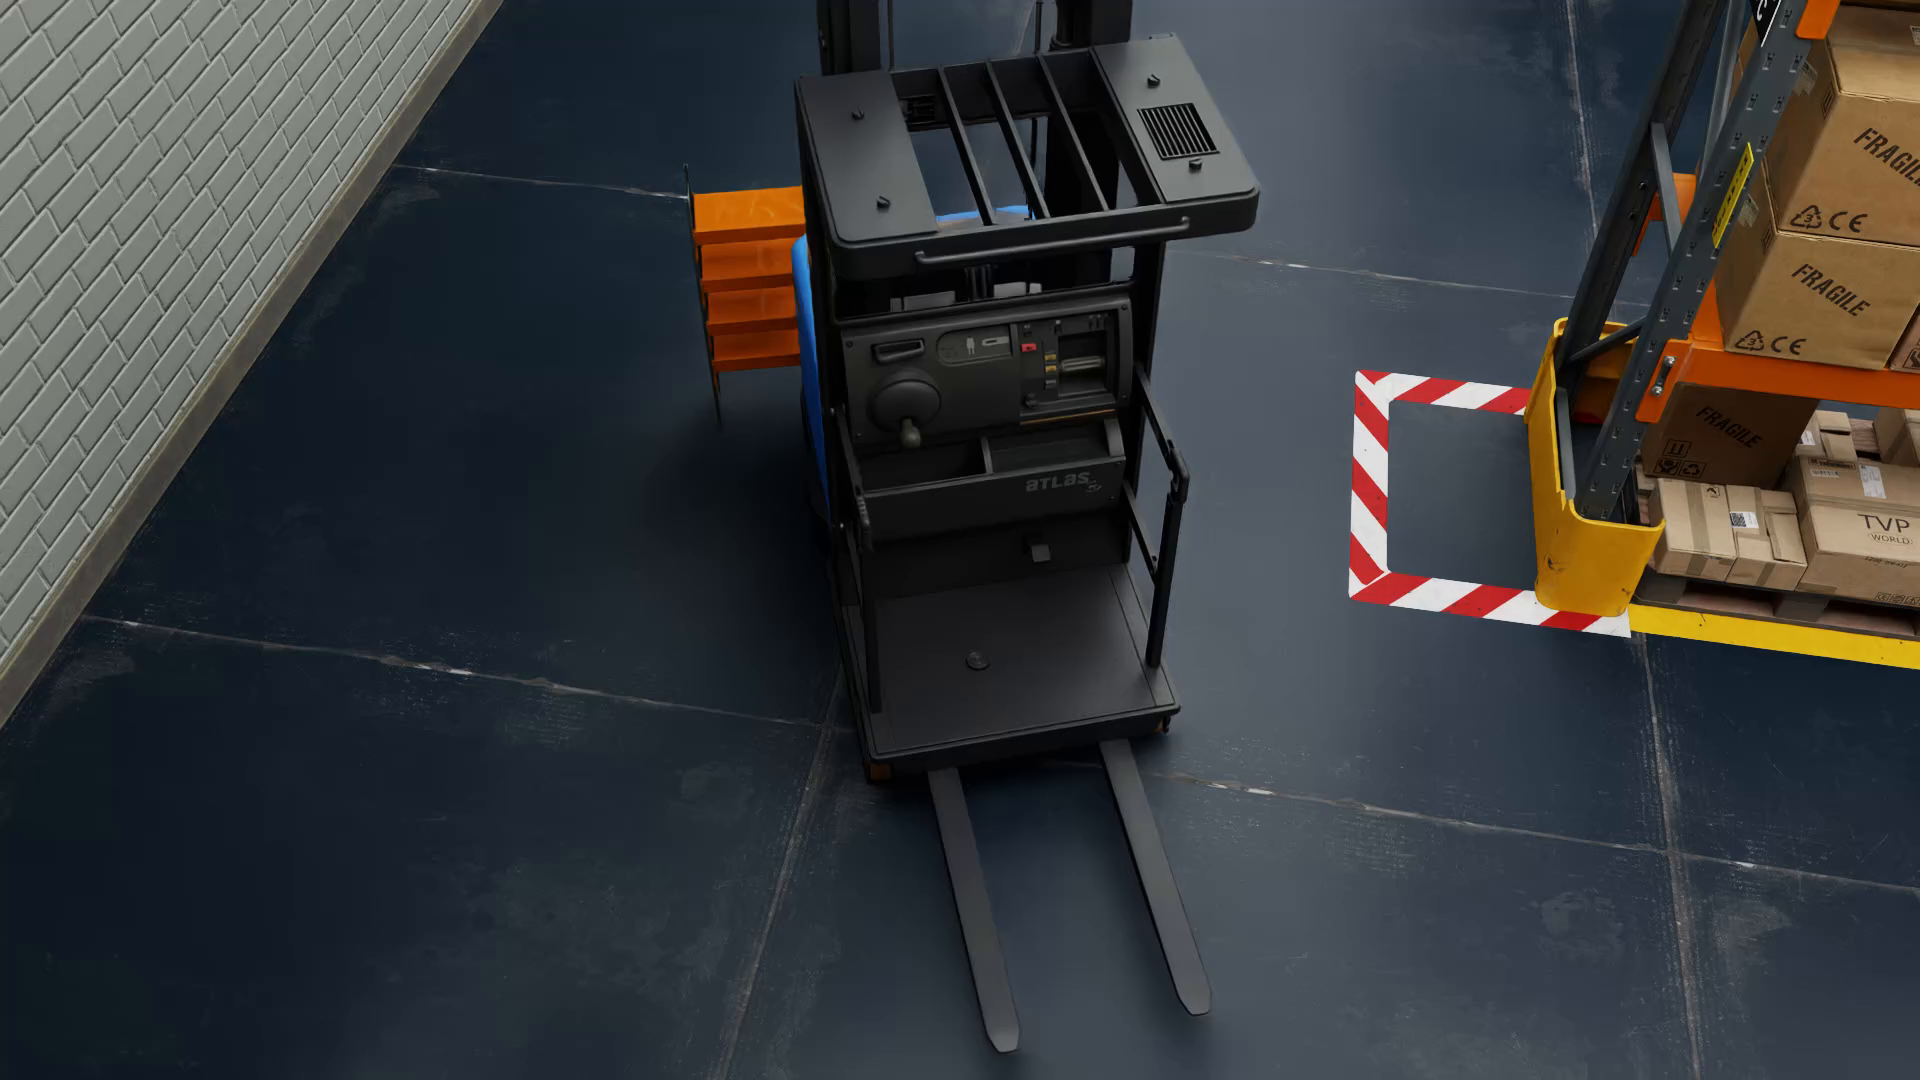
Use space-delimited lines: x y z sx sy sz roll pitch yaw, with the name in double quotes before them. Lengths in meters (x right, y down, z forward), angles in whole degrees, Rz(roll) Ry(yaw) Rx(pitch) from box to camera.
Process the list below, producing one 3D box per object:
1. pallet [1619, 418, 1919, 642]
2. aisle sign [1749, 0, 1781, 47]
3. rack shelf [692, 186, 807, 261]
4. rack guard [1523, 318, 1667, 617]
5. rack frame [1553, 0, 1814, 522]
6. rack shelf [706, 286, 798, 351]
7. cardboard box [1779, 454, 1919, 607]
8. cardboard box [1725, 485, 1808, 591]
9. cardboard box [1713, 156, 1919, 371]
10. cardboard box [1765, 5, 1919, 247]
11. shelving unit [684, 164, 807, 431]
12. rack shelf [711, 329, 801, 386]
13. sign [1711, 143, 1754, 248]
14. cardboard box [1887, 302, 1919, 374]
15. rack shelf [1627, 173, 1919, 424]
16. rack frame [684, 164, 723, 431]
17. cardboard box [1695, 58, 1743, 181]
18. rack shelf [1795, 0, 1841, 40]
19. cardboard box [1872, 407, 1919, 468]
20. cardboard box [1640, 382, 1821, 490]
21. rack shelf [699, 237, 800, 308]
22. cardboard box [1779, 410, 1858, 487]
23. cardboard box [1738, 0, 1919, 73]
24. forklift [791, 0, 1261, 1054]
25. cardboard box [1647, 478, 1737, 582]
"pallet" 3.306 -0.108 6.678 1.213 0.211 1.003 8 49 7
"aisle sign" 2.327 -1.818 4.591 0.004 0.787 0.394 8 49 7
"rack shelf" -0.801 -1.246 6.506 0.480 0.148 0.258 -6 48 -5
"rack guard" 2.522 -0.310 6.664 0.348 0.500 1.175 8 49 7
"rack frame" 2.447 -1.155 5.743 0.127 3.000 1.000 8 49 7
"rack shelf" -0.801 -0.938 6.849 0.480 0.148 0.258 -6 48 -5
"cardboard box" 3.424 -0.038 6.292 0.500 0.250 0.500 8 49 7
"cardboard box" 3.044 -0.015 6.328 0.250 0.166 0.380 8 49 7
"cardboard box" 2.837 -0.937 5.480 0.500 0.500 0.500 9 49 8
"cardboard box" 2.837 -1.271 5.108 0.500 0.500 0.500 9 49 8
"shelving unit" -0.801 -0.983 6.799 0.503 1.200 0.258 -6 48 -5
"rack shelf" -0.801 -0.805 6.996 0.480 0.148 0.258 -6 48 -5
"sign" 2.351 -1.047 5.065 0.005 0.325 0.100 8 49 7
"cardboard box" 3.345 -0.873 5.422 0.500 0.500 0.500 7 48 6
"rack shelf" 4.415 -0.650 5.773 4.000 0.370 1.077 8 49 7
"rack frame" -1.043 -0.959 6.777 0.015 1.200 0.240 -6 48 -5
"cardboard box" 2.936 -1.329 5.832 0.500 0.500 0.500 9 49 8
"rack shelf" 4.415 -1.653 4.658 4.000 0.370 1.077 8 49 7
"cardboard box" 3.955 -0.344 6.567 0.500 0.250 0.500 8 49 7
"cardboard box" 3.026 -0.575 6.607 0.500 0.500 0.500 8 49 7
"rack shelf" -0.801 -1.087 6.682 0.480 0.148 0.258 -6 48 -5
"cardboard box" 3.408 -0.344 6.624 0.250 0.166 0.380 8 49 7
"cardboard box" 2.934 -1.665 5.462 0.500 0.500 0.500 7 48 6
"forklift" 0.139 -0.430 5.138 1.130 2.935 3.031 -9 49 -8
"cardboard box" 2.798 -0.043 6.364 0.250 0.149 0.380 8 49 7
